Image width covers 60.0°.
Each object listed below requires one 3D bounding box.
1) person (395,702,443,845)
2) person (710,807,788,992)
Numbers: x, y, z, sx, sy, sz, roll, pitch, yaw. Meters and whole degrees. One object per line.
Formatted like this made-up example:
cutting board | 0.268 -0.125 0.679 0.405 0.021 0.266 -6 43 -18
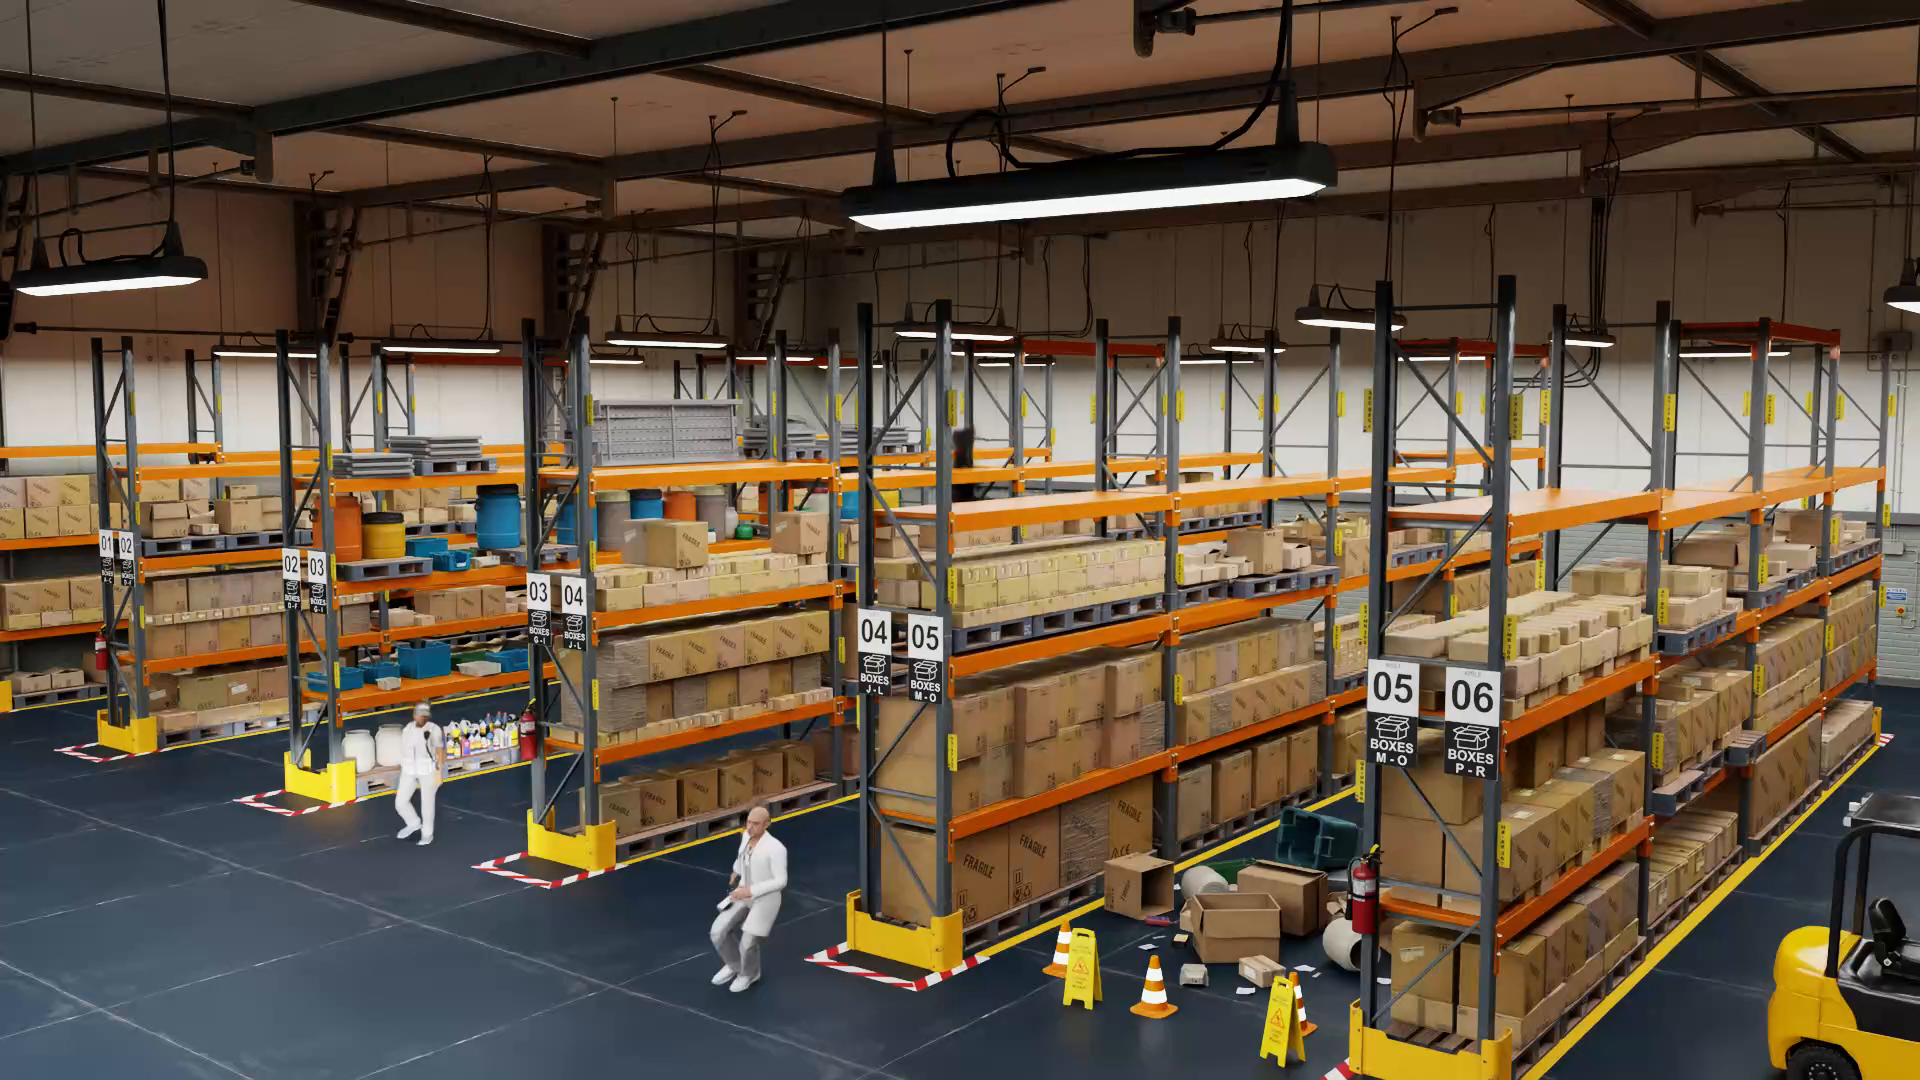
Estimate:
person | -6.214 2.672 19.087 0.583 1.654 0.468 0 5 0
person | -1.800 3.104 14.247 0.867 1.691 0.760 3 6 28
